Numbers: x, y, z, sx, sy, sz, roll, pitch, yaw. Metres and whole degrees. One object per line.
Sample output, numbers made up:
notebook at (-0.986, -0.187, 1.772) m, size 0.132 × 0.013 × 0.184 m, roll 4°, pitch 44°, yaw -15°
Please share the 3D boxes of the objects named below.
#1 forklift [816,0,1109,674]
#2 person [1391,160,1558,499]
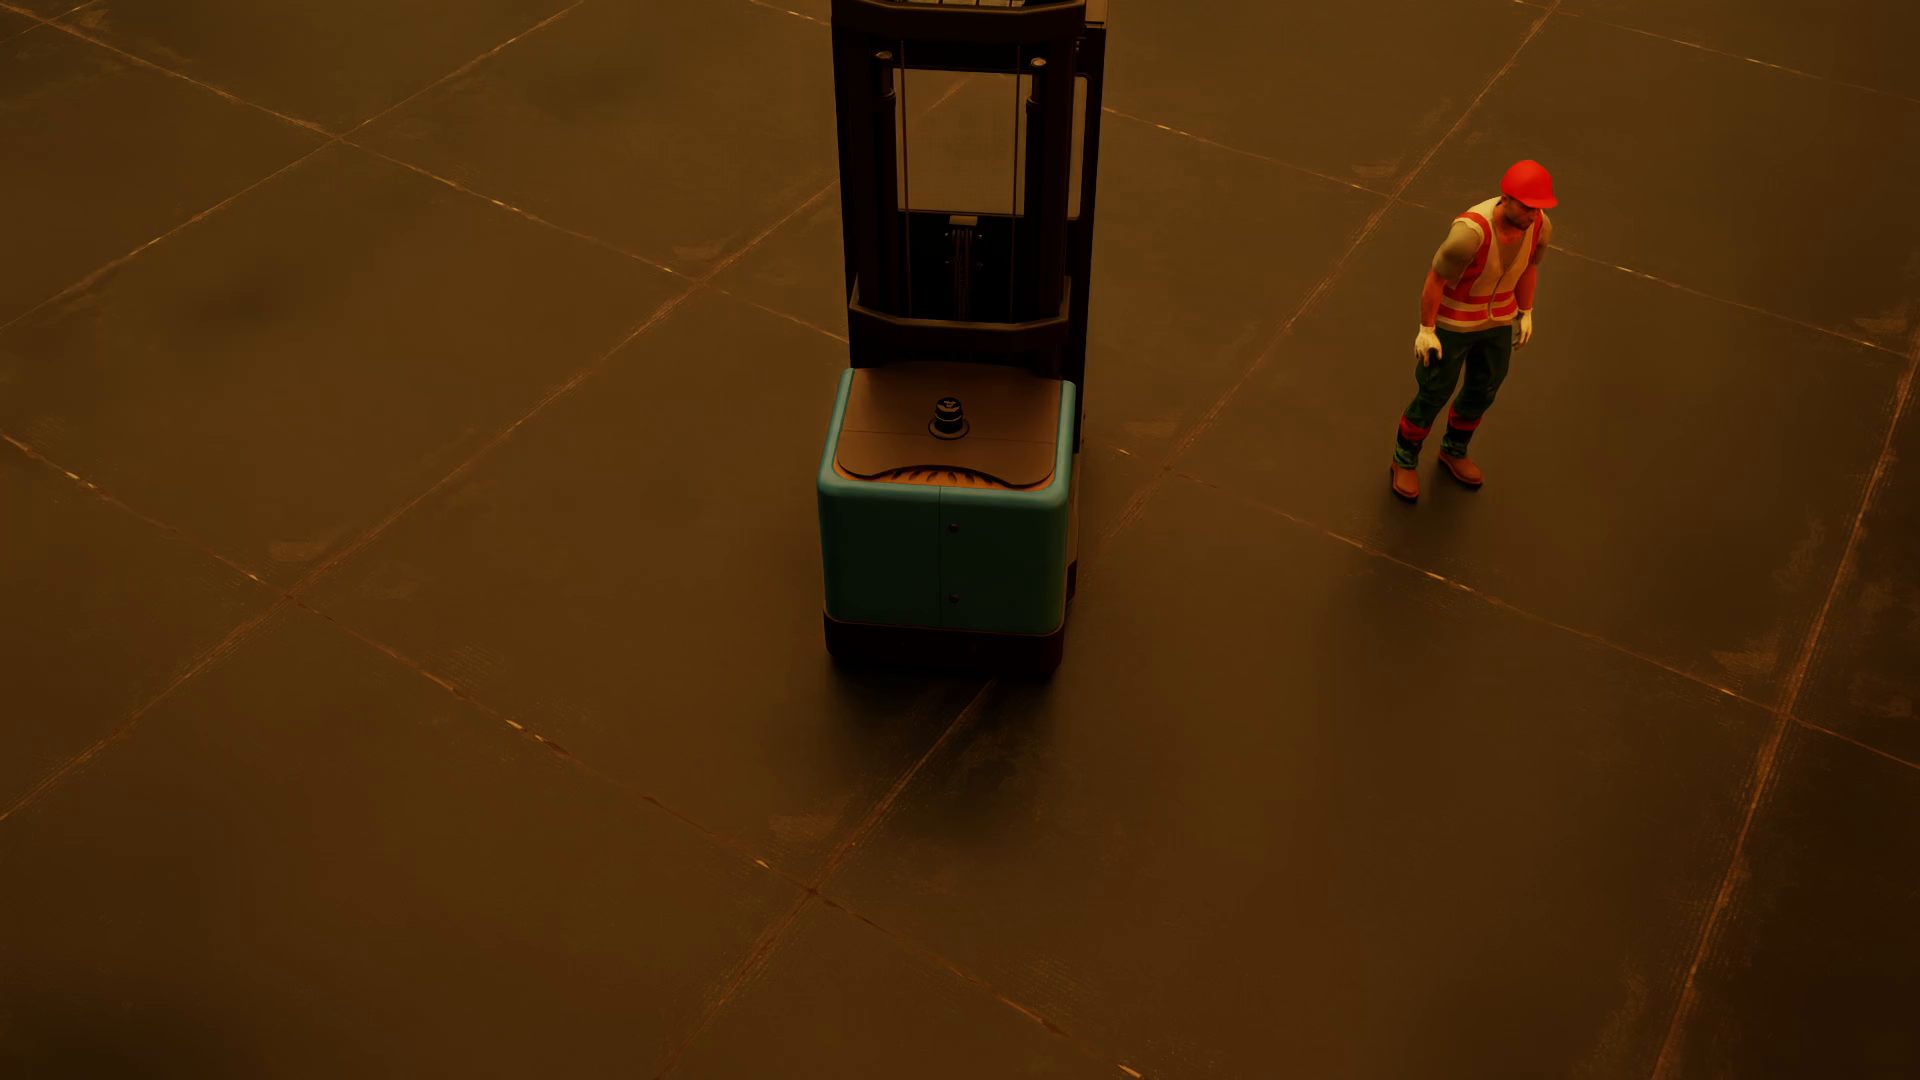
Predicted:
forklift at (0.059, -1.491, 7.421) m, size 1.130 × 2.935 × 3.031 m, roll 4°, pitch 44°, yaw 4°
person at (2.399, -0.990, 7.734) m, size 0.610 × 1.777 × 0.451 m, roll -11°, pitch 45°, yaw -12°
